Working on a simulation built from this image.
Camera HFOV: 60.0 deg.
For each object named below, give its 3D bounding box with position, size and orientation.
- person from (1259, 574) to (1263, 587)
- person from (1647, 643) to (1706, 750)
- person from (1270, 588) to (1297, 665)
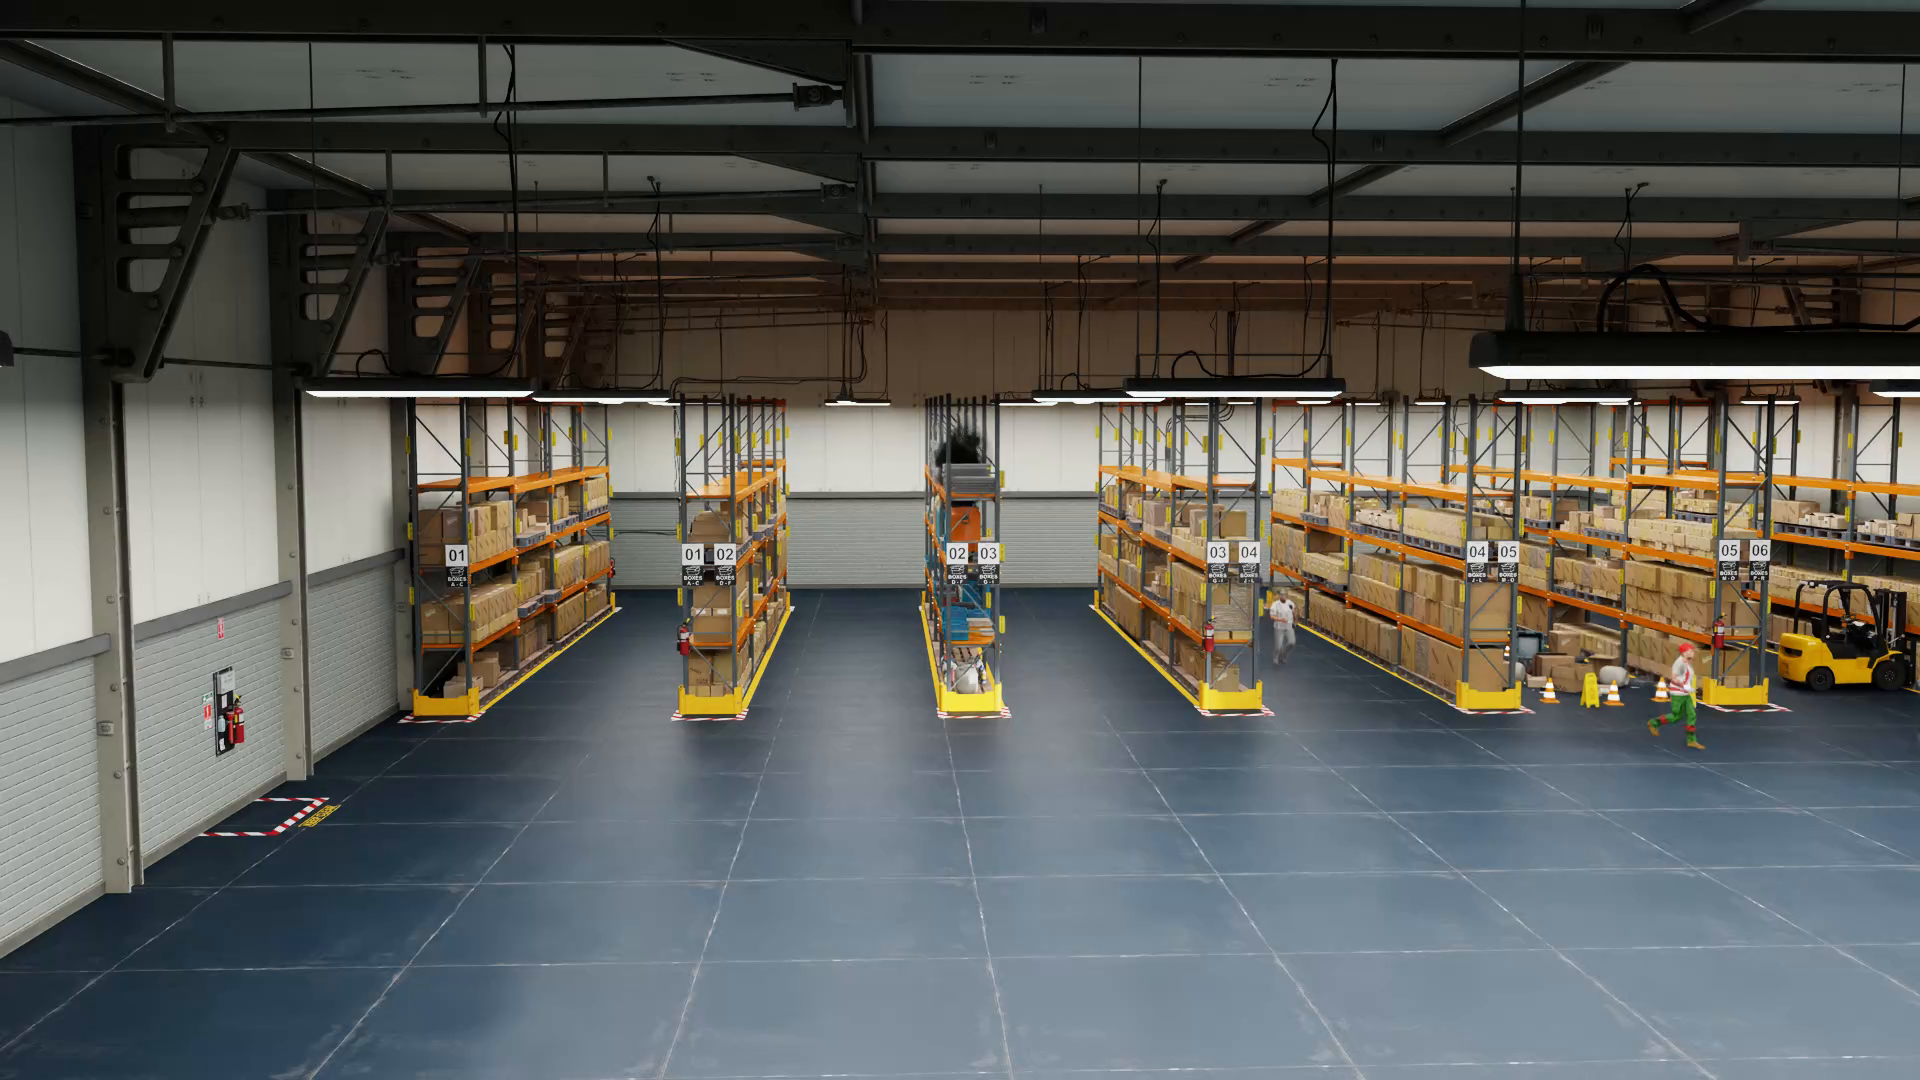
[{"bbox_3d":[7.781,1.441,44.310,0.562,1.578,0.703,-1,5,-9],"label":"person"},{"bbox_3d":[12.171,2.617,28.177,0.976,1.772,0.684,4,6,39],"label":"person"},{"bbox_3d":[7.193,1.930,36.863,0.691,1.735,0.809,-1,5,-7],"label":"person"}]
